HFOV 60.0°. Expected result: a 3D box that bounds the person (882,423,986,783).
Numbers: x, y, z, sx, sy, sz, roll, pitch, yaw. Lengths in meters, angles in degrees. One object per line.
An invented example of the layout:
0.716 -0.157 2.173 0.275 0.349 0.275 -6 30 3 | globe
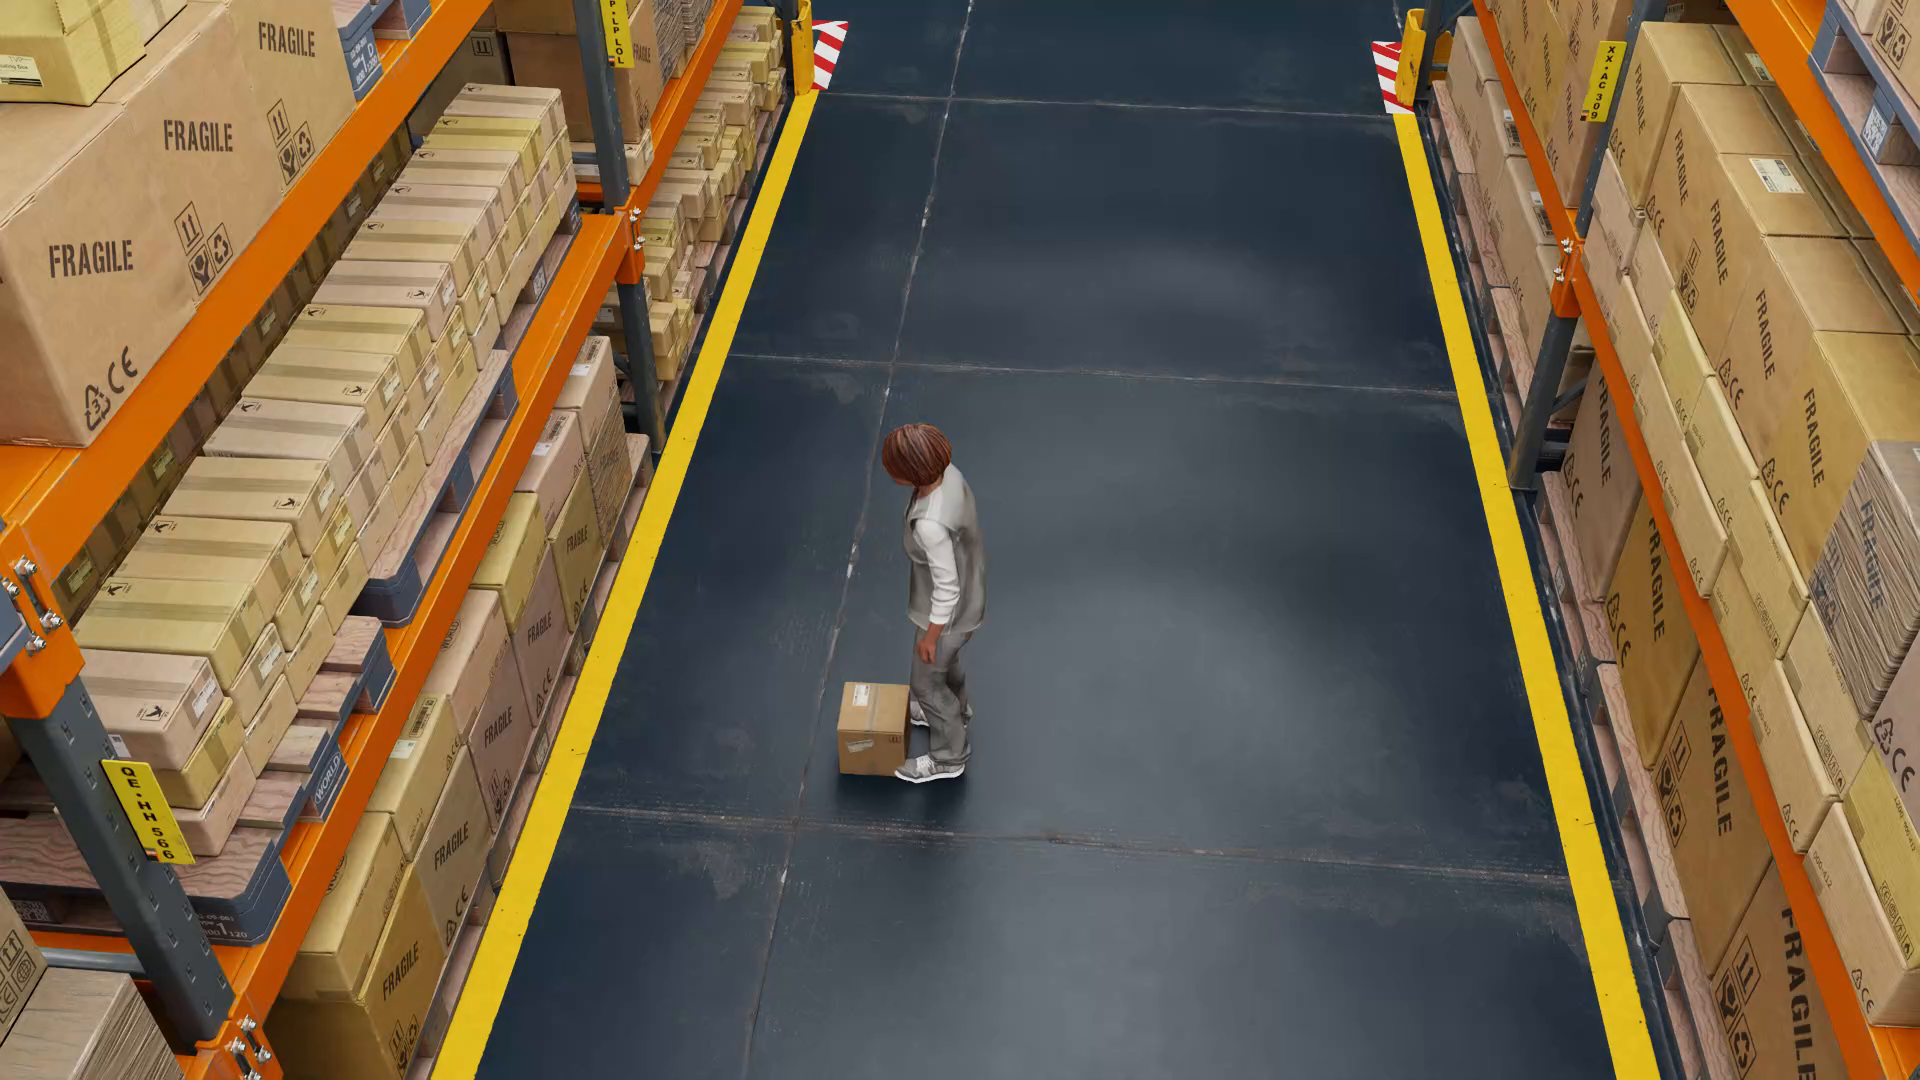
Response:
-0.080 0.224 5.905 0.347 1.592 0.484 1 41 1 | person
